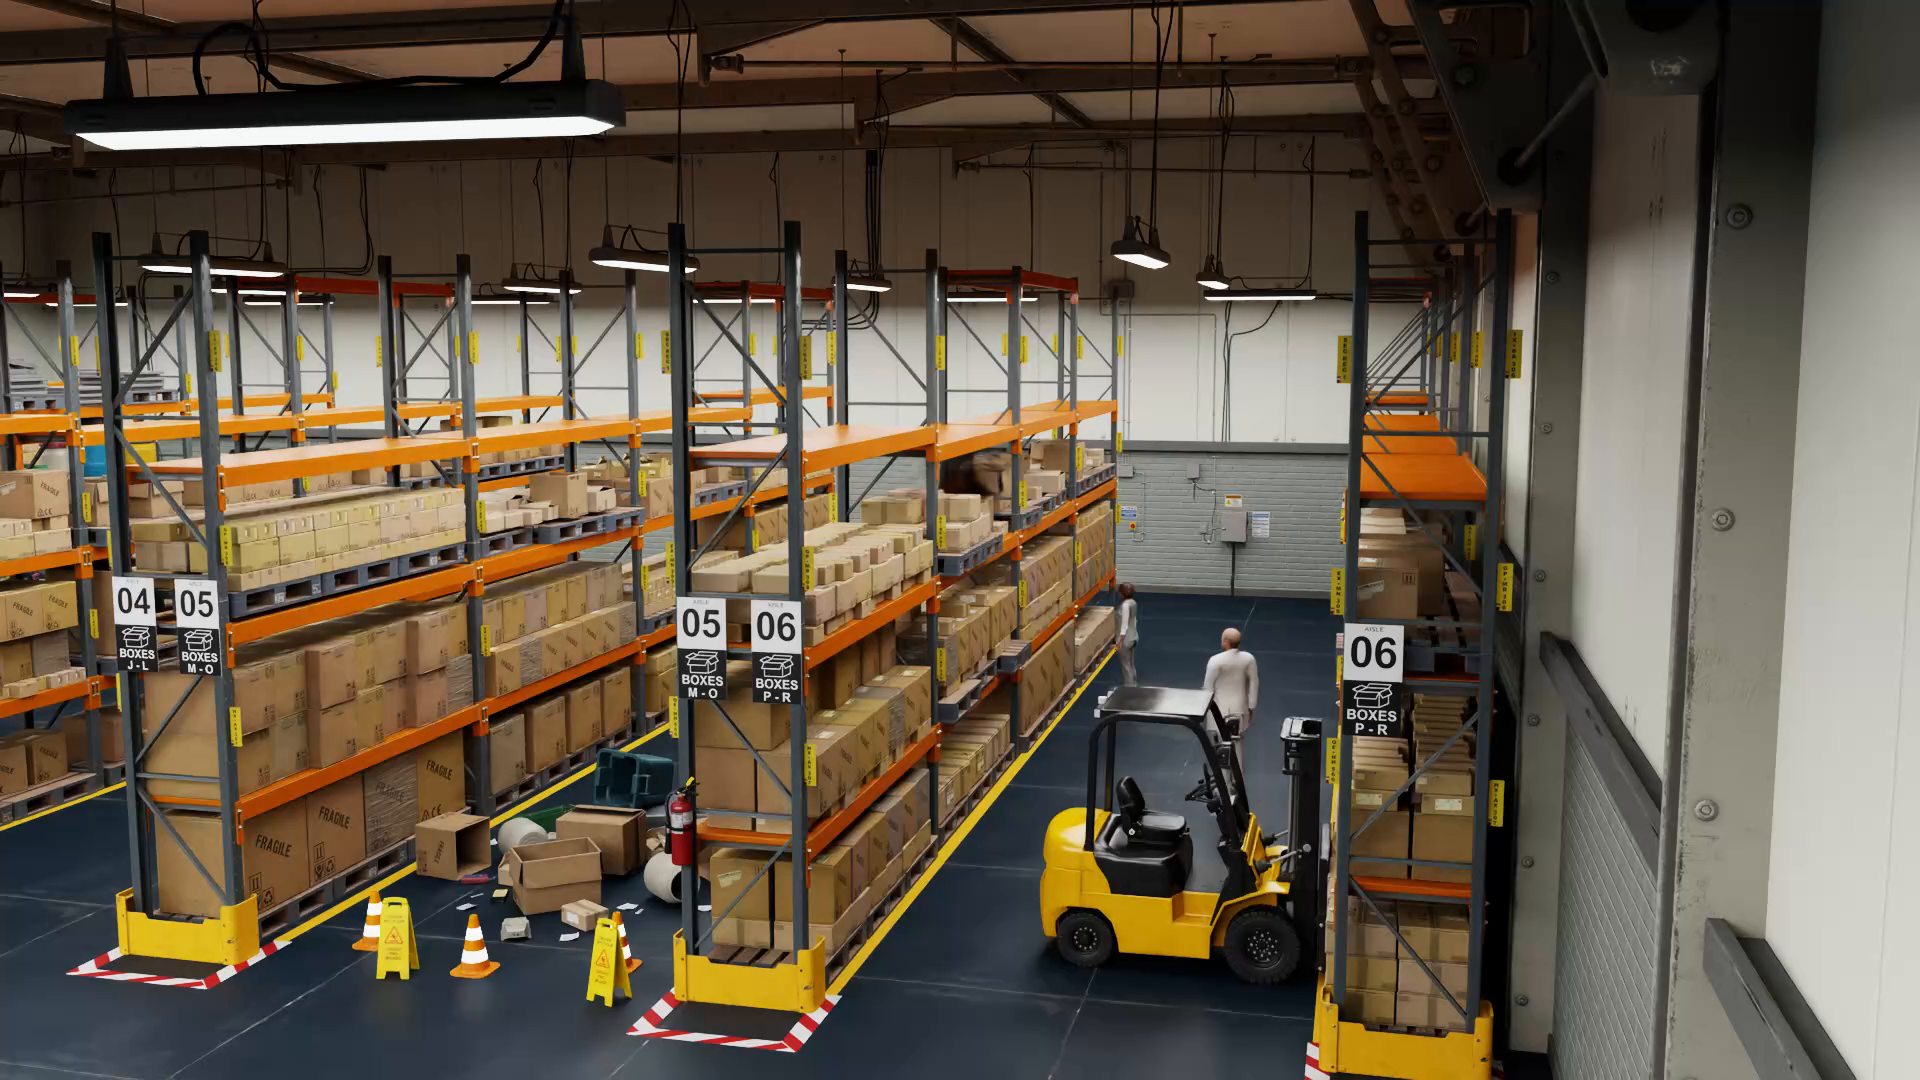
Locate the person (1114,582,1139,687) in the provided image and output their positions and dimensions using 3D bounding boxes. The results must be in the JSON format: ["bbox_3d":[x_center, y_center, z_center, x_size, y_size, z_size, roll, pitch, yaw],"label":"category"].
[{"bbox_3d":[2.227,1.366,22.265,0.321,1.611,0.513,3,8,25],"label":"person"}]

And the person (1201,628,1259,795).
[{"bbox_3d":[2.865,1.857,17.743,0.640,1.873,0.548,0,7,1],"label":"person"}]
